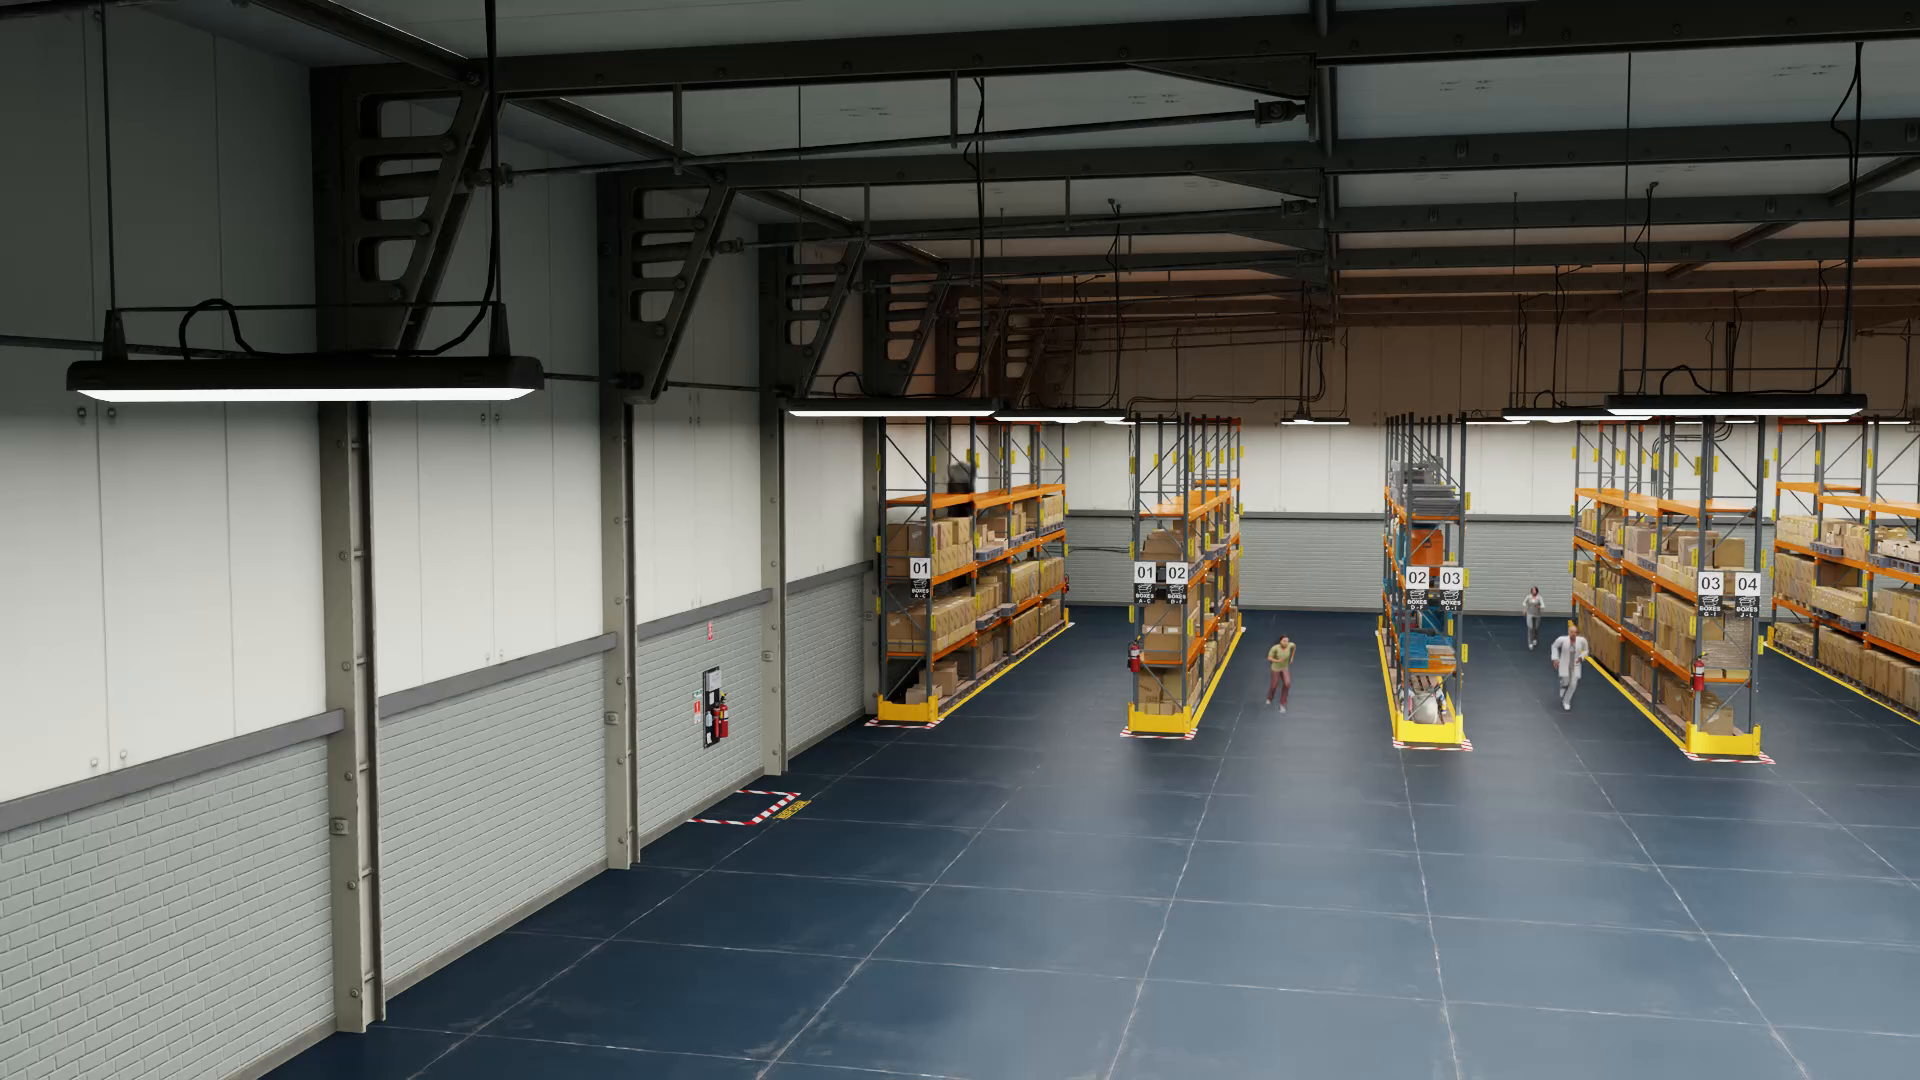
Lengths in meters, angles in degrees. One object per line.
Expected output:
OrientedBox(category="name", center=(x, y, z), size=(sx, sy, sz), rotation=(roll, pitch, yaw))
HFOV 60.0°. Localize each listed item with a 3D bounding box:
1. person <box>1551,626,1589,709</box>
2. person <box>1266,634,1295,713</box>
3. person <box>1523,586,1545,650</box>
OrientedBox(category="person", center=(12.445, 2.592, 33.946), size=(0.687, 1.712, 0.794), rotation=(0, 4, 4))
OrientedBox(category="person", center=(6.460, 2.678, 33.657), size=(0.626, 1.635, 0.948), rotation=(-1, 4, -10))
OrientedBox(category="person", center=(14.803, 1.995, 42.993), size=(0.466, 1.601, 0.862), rotation=(1, 4, 16))
